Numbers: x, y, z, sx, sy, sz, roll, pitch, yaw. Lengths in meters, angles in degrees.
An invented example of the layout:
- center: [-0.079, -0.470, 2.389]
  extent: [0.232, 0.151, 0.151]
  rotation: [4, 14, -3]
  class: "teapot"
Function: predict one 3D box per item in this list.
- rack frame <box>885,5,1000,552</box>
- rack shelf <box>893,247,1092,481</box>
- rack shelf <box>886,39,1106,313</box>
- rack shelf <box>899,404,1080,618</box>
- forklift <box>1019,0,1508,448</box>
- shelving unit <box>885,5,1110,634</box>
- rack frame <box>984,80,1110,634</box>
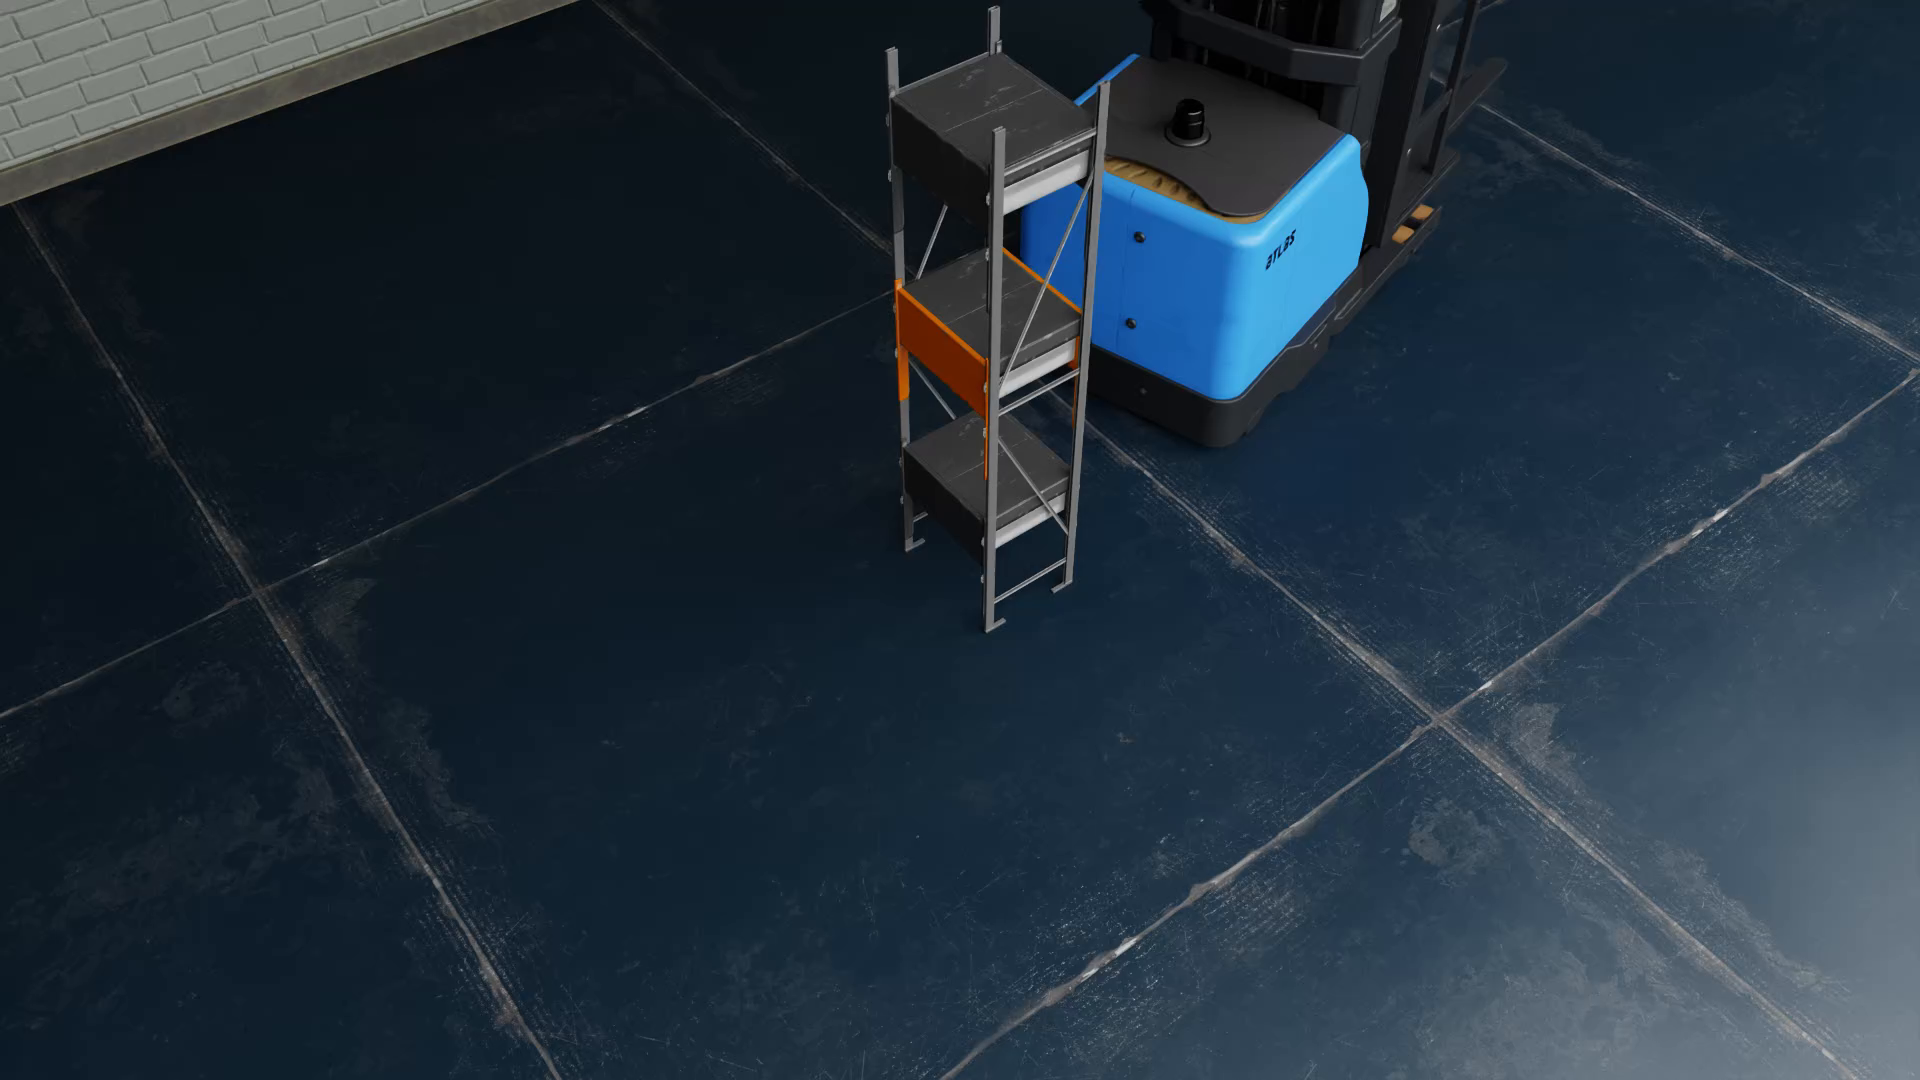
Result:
- center: [-0.048, -0.752, 5.514]
  extent: [0.400, 2.100, 0.015]
  rotation: [-29, 54, -24]
  class: "rack frame"
- center: [0.100, -0.598, 5.394]
  extent: [0.431, 0.518, 0.480]
  rotation: [-29, 54, -24]
  class: "rack shelf"
- center: [0.100, -1.069, 4.875]
  extent: [0.431, 0.518, 0.480]
  rotation: [-29, 54, -24]
  class: "rack shelf"
- center: [0.100, -0.128, 5.912]
  extent: [0.431, 0.518, 0.480]
  rotation: [-29, 54, -24]
  class: "rack shelf"
- center: [1.492, -2.398, 6.446]
  extent: [1.130, 2.935, 3.031]
  rotation: [28, 54, 23]
  class: "forklift"
- center: [0.100, -0.608, 5.384]
  extent: [0.431, 2.100, 0.503]
  rotation: [-29, 54, -24]
  class: "shelving unit"
- center: [0.248, -0.464, 5.253]
  extent: [0.400, 2.100, 0.015]
  rotation: [-29, 54, -24]
  class: "rack frame"
